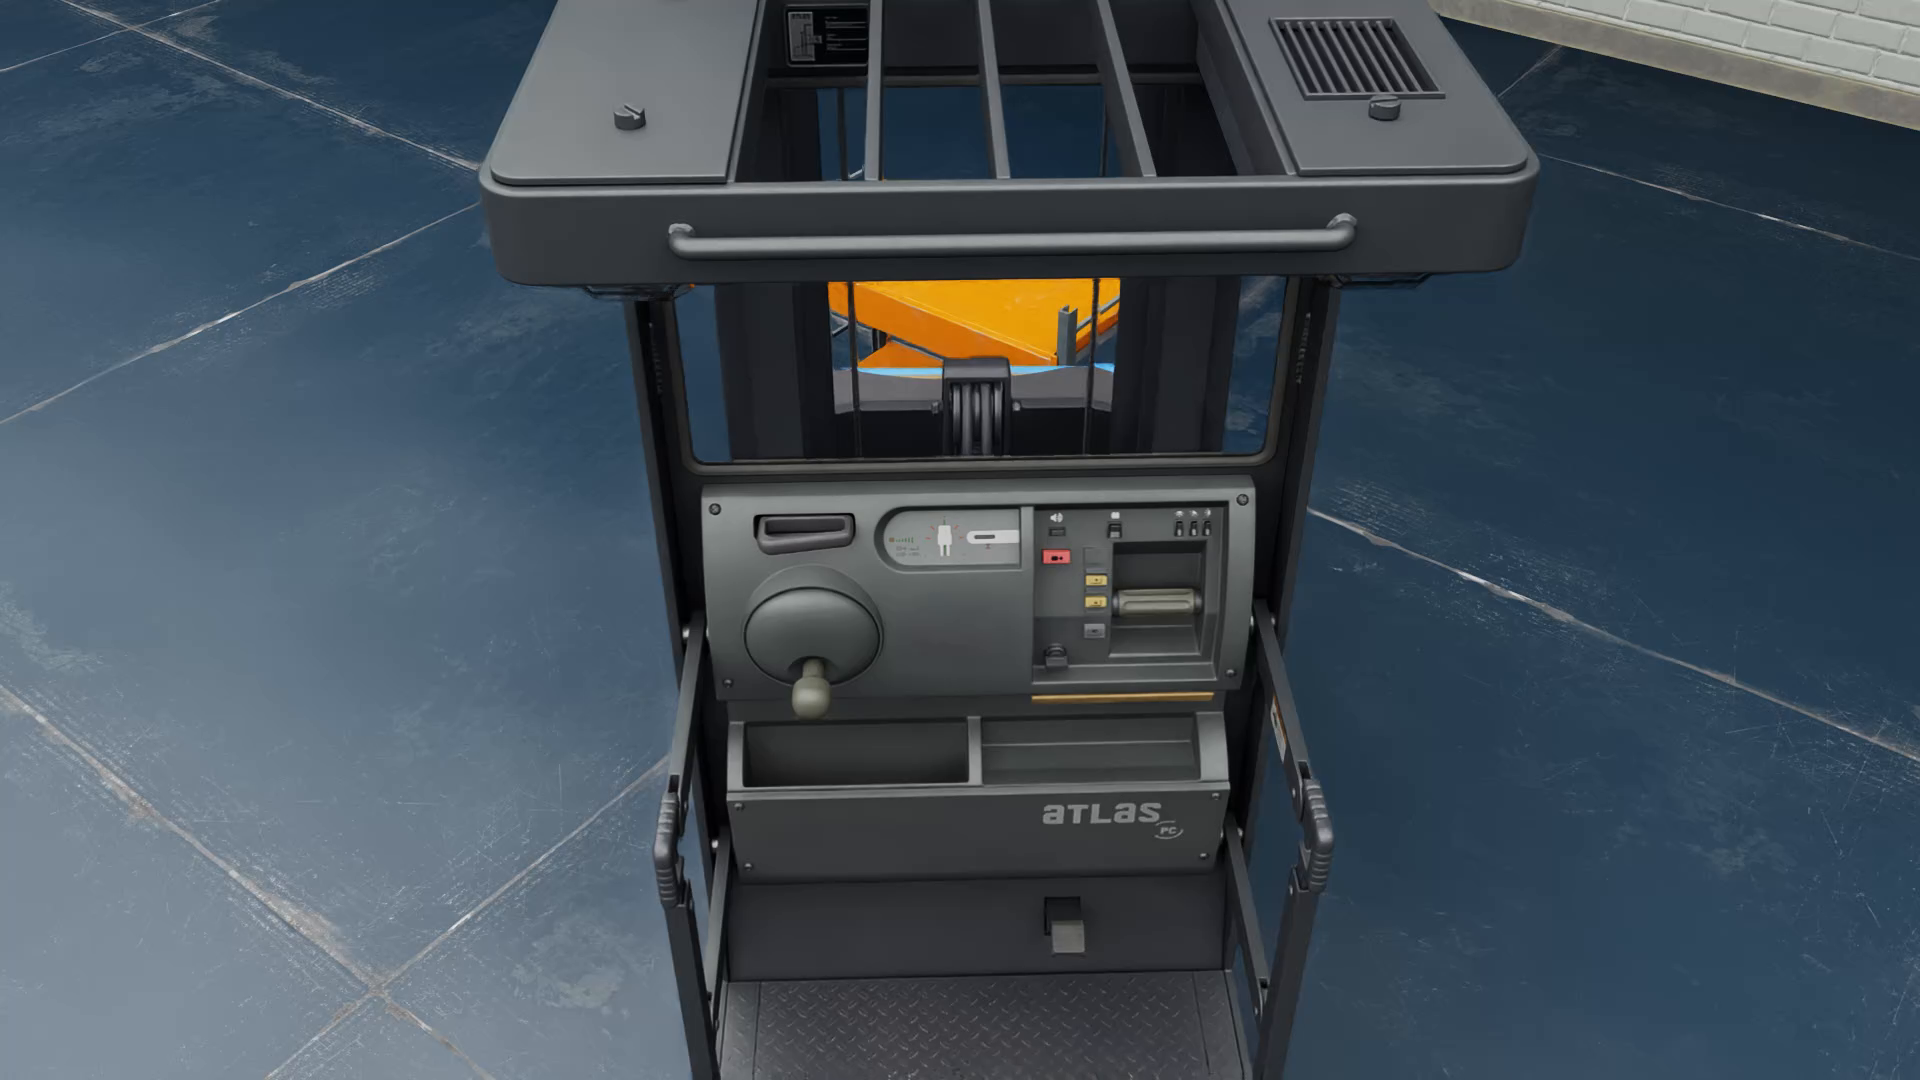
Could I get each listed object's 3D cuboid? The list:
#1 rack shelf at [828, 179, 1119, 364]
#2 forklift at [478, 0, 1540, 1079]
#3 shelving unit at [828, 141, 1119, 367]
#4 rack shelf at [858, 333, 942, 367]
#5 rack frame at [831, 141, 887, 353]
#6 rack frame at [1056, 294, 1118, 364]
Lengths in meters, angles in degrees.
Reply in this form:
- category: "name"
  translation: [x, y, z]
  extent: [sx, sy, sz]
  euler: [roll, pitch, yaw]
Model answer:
- category: "rack shelf"
  translation: [0.005, -0.671, 4.720]
  extent: [1.000, 0.278, 0.538]
  euler: [25, 45, 29]
- category: "forklift"
  translation: [0.042, 0.169, 2.656]
  extent: [1.130, 2.935, 3.031]
  euler: [-1, 38, -1]
- category: "shelving unit"
  translation: [0.005, -0.440, 4.900]
  extent: [1.048, 1.125, 0.538]
  euler: [25, 45, 29]
- category: "rack shelf"
  translation: [0.005, -0.248, 5.051]
  extent: [1.000, 0.278, 0.538]
  euler: [25, 45, 29]
- category: "rack frame"
  translation: [-0.398, -0.631, 5.143]
  extent: [0.032, 1.125, 0.500]
  euler: [25, 45, 29]
- category: "rack frame"
  translation: [0.409, -0.250, 4.657]
  extent: [0.032, 1.125, 0.500]
  euler: [25, 45, 29]
